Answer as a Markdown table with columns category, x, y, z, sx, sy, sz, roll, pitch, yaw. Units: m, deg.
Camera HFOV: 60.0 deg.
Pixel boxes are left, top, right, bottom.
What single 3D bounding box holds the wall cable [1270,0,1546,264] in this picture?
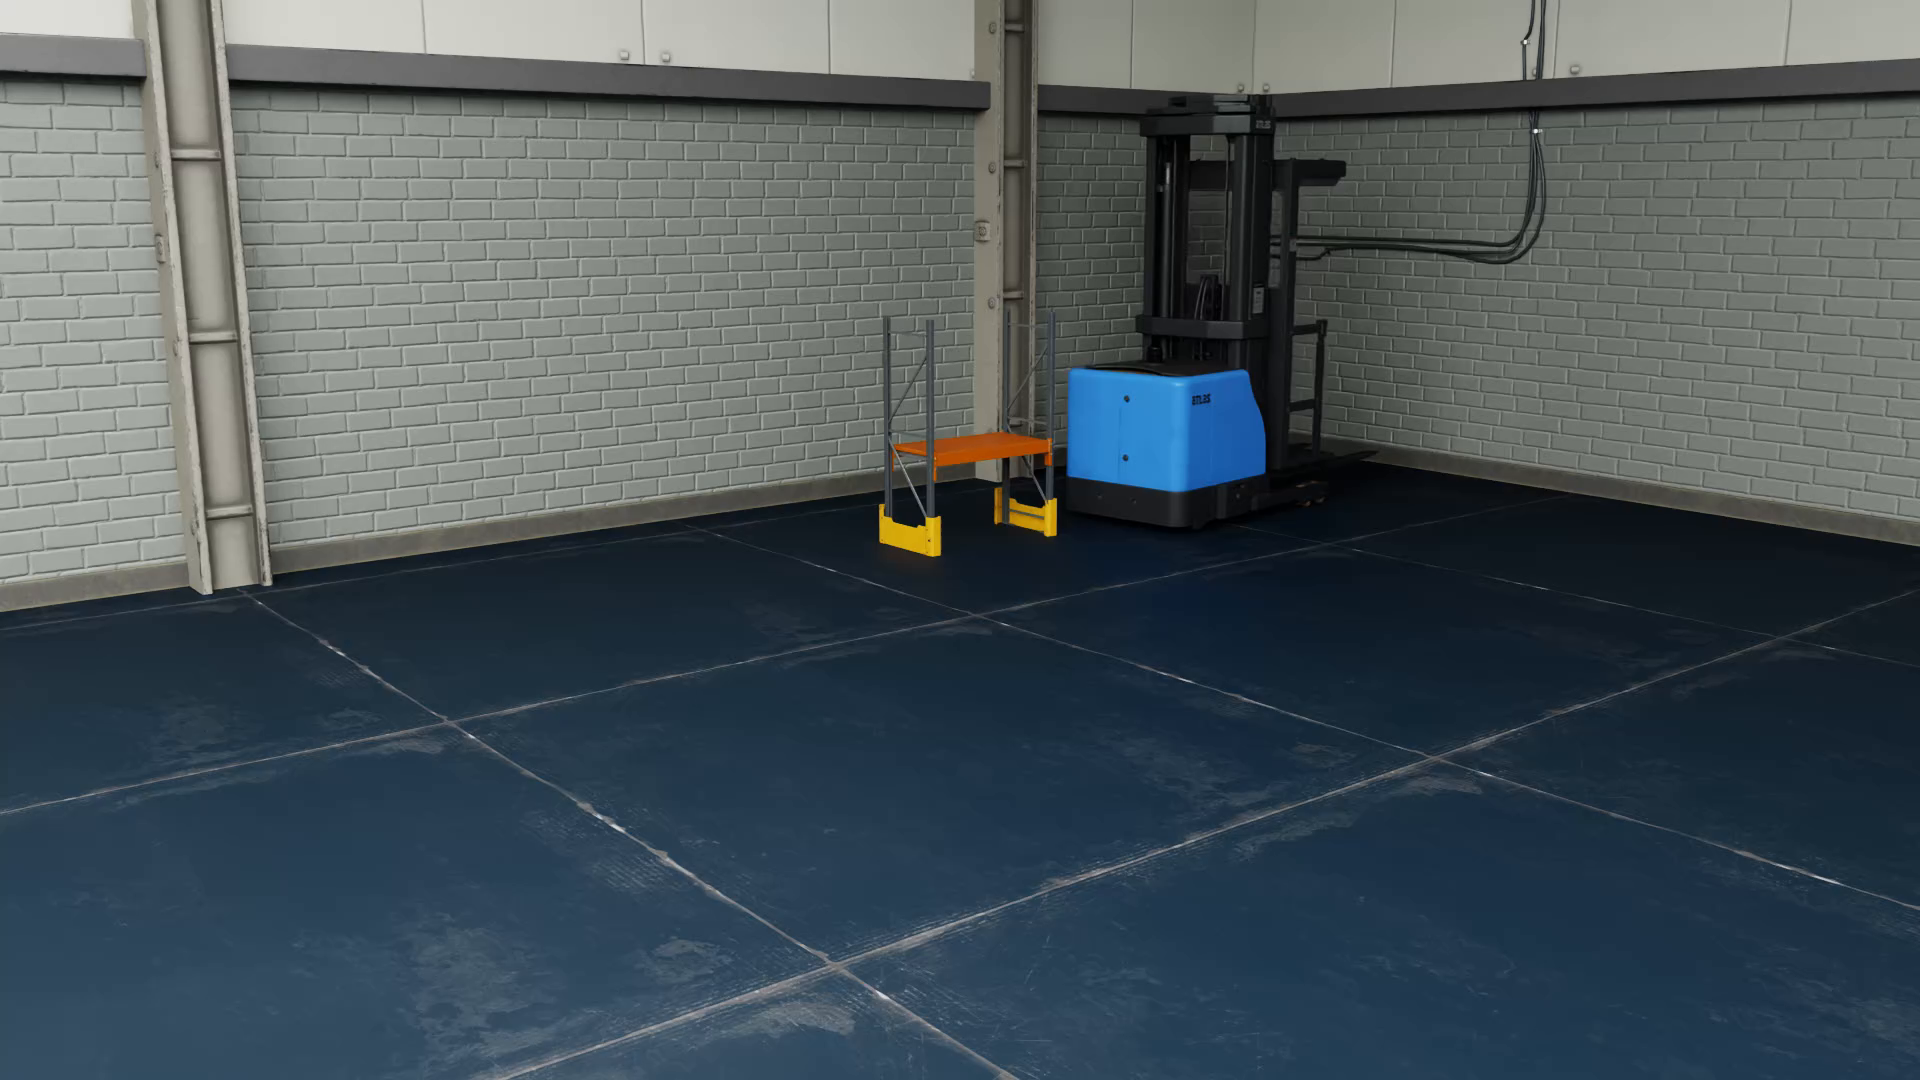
| category | x | y | z | sx | sy | sz | roll | pitch | yaw |
| --- | --- | --- | --- | --- | --- | --- | --- | --- | --- |
| wall cable | 3.483 | -3.563 | 13.718 | 0.112 | 2.526 | 3.097 | -9 | 15 | -38 |

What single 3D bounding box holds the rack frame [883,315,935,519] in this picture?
| category | x | y | z | sx | sy | sz | roll | pitch | yaw |
| --- | --- | --- | --- | --- | --- | --- | --- | --- | --- |
| rack frame | -0.330 | -0.679 | 10.714 | 0.032 | 1.500 | 0.500 | -9 | 15 | -38 |

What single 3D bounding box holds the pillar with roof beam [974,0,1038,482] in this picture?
| category | x | y | z | sx | sy | sz | roll | pitch | yaw |
| --- | --- | --- | --- | --- | --- | --- | --- | --- | --- |
| pillar with roof beam | 3.046 | -4.216 | 9.317 | 0.400 | 9.000 | 9.100 | -9 | 15 | -38 |

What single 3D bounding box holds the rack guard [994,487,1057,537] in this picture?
| category | x | y | z | sx | sy | sz | roll | pitch | yaw |
| --- | --- | --- | --- | --- | --- | --- | --- | --- | --- |
| rack guard | 0.448 | -0.197 | 11.454 | 0.087 | 0.250 | 0.587 | -9 | 15 | -38 |

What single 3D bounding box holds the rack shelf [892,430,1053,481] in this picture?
| category | x | y | z | sx | sy | sz | roll | pitch | yaw |
| --- | --- | --- | --- | --- | --- | --- | --- | --- | --- |
| rack shelf | 0.067 | -0.569 | 11.062 | 1.000 | 0.185 | 0.538 | -9 | 15 | -38 |

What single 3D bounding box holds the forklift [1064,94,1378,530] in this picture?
| category | x | y | z | sx | sy | sz | roll | pitch | yaw |
| --- | --- | --- | --- | --- | --- | --- | --- | --- | --- |
| forklift | 2.105 | -1.744 | 12.284 | 1.130 | 2.935 | 3.031 | 11 | 16 | 41 |

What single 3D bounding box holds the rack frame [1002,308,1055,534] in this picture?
| category | x | y | z | sx | sy | sz | roll | pitch | yaw |
| --- | --- | --- | --- | --- | --- | --- | --- | --- | --- |
| rack frame | 0.464 | -0.811 | 11.336 | 0.032 | 1.500 | 0.500 | -9 | 15 | -38 |

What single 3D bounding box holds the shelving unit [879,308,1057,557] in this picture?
| category | x | y | z | sx | sy | sz | roll | pitch | yaw |
| --- | --- | --- | --- | --- | --- | --- | --- | --- | --- |
| shelving unit | 0.060 | -0.744 | 11.020 | 1.083 | 1.500 | 0.587 | -9 | 15 | -38 |

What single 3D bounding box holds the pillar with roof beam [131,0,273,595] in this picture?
| category | x | y | z | sx | sy | sz | roll | pitch | yaw |
| --- | --- | --- | --- | --- | --- | --- | --- | --- | --- |
| pillar with roof beam | -1.639 | -3.437 | 5.651 | 0.400 | 9.000 | 9.100 | -9 | 15 | -38 |

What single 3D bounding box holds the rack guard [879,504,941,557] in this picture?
| category | x | y | z | sx | sy | sz | roll | pitch | yaw |
| --- | --- | --- | --- | --- | --- | --- | --- | --- | --- |
| rack guard | -0.329 | -0.068 | 10.845 | 0.087 | 0.250 | 0.587 | -9 | 15 | -38 |
